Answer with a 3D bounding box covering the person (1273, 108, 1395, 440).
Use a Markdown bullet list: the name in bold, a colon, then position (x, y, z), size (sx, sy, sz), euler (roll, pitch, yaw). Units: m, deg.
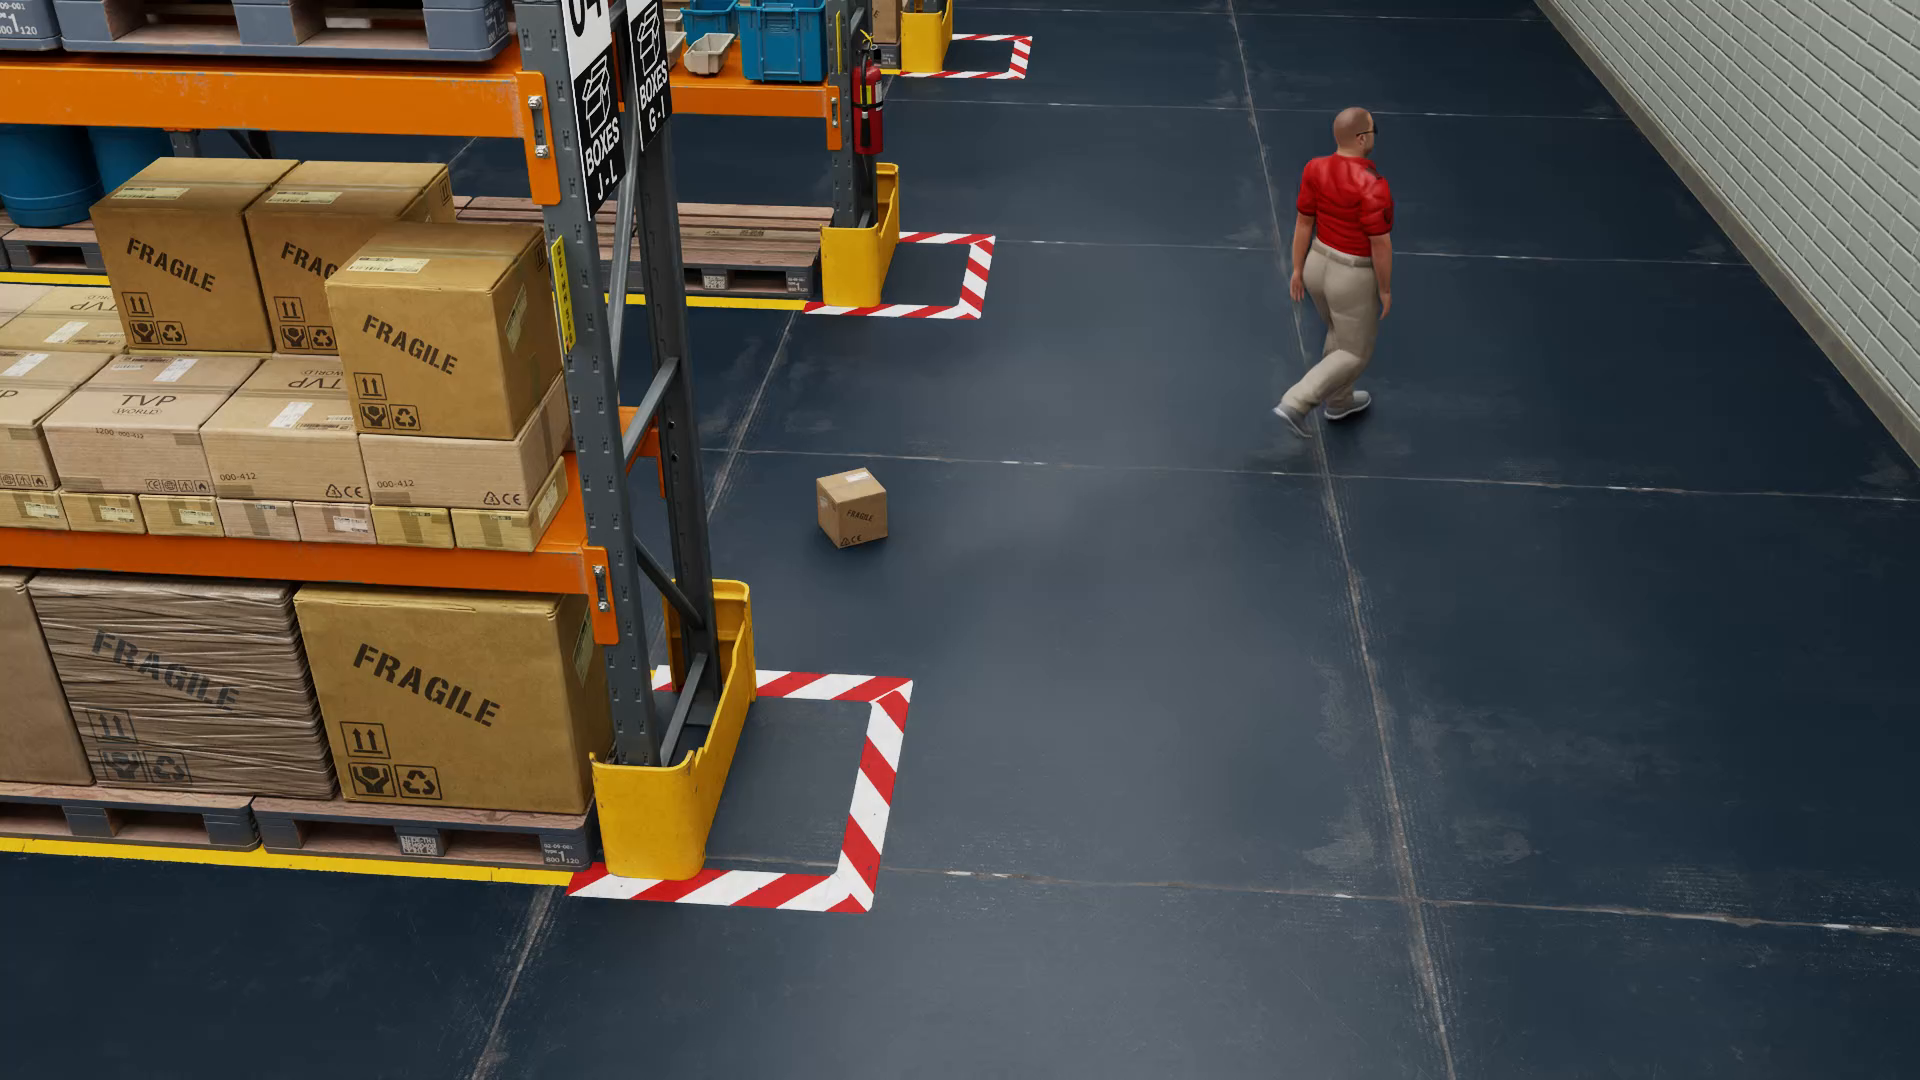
- **person**: position (1.886, -1.296, 8.228), size (0.865, 1.689, 0.545), euler (-19, 37, -28)
